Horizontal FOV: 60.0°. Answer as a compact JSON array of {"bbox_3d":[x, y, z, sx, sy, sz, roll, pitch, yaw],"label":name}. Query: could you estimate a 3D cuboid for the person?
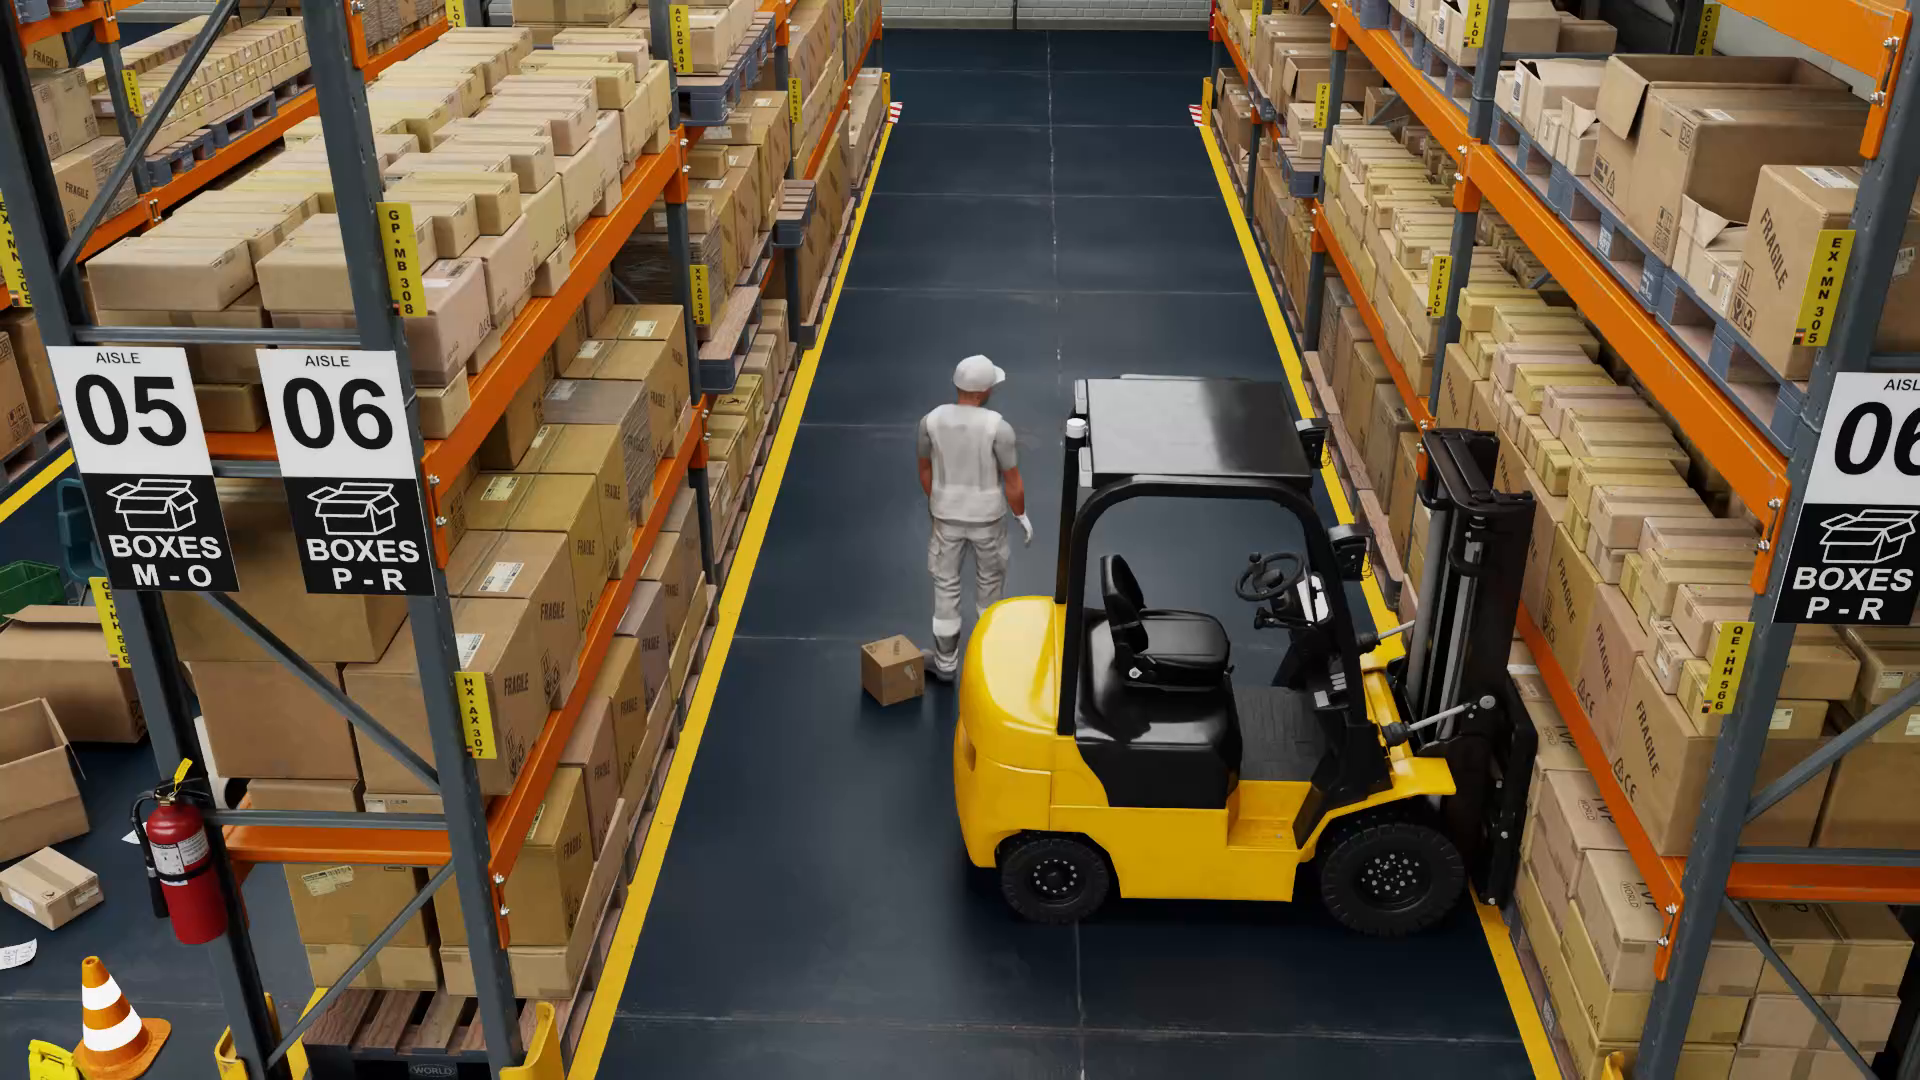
[{"bbox_3d":[0.086,-0.144,8.827,0.625,1.784,0.626,5,28,9],"label":"person"}]
